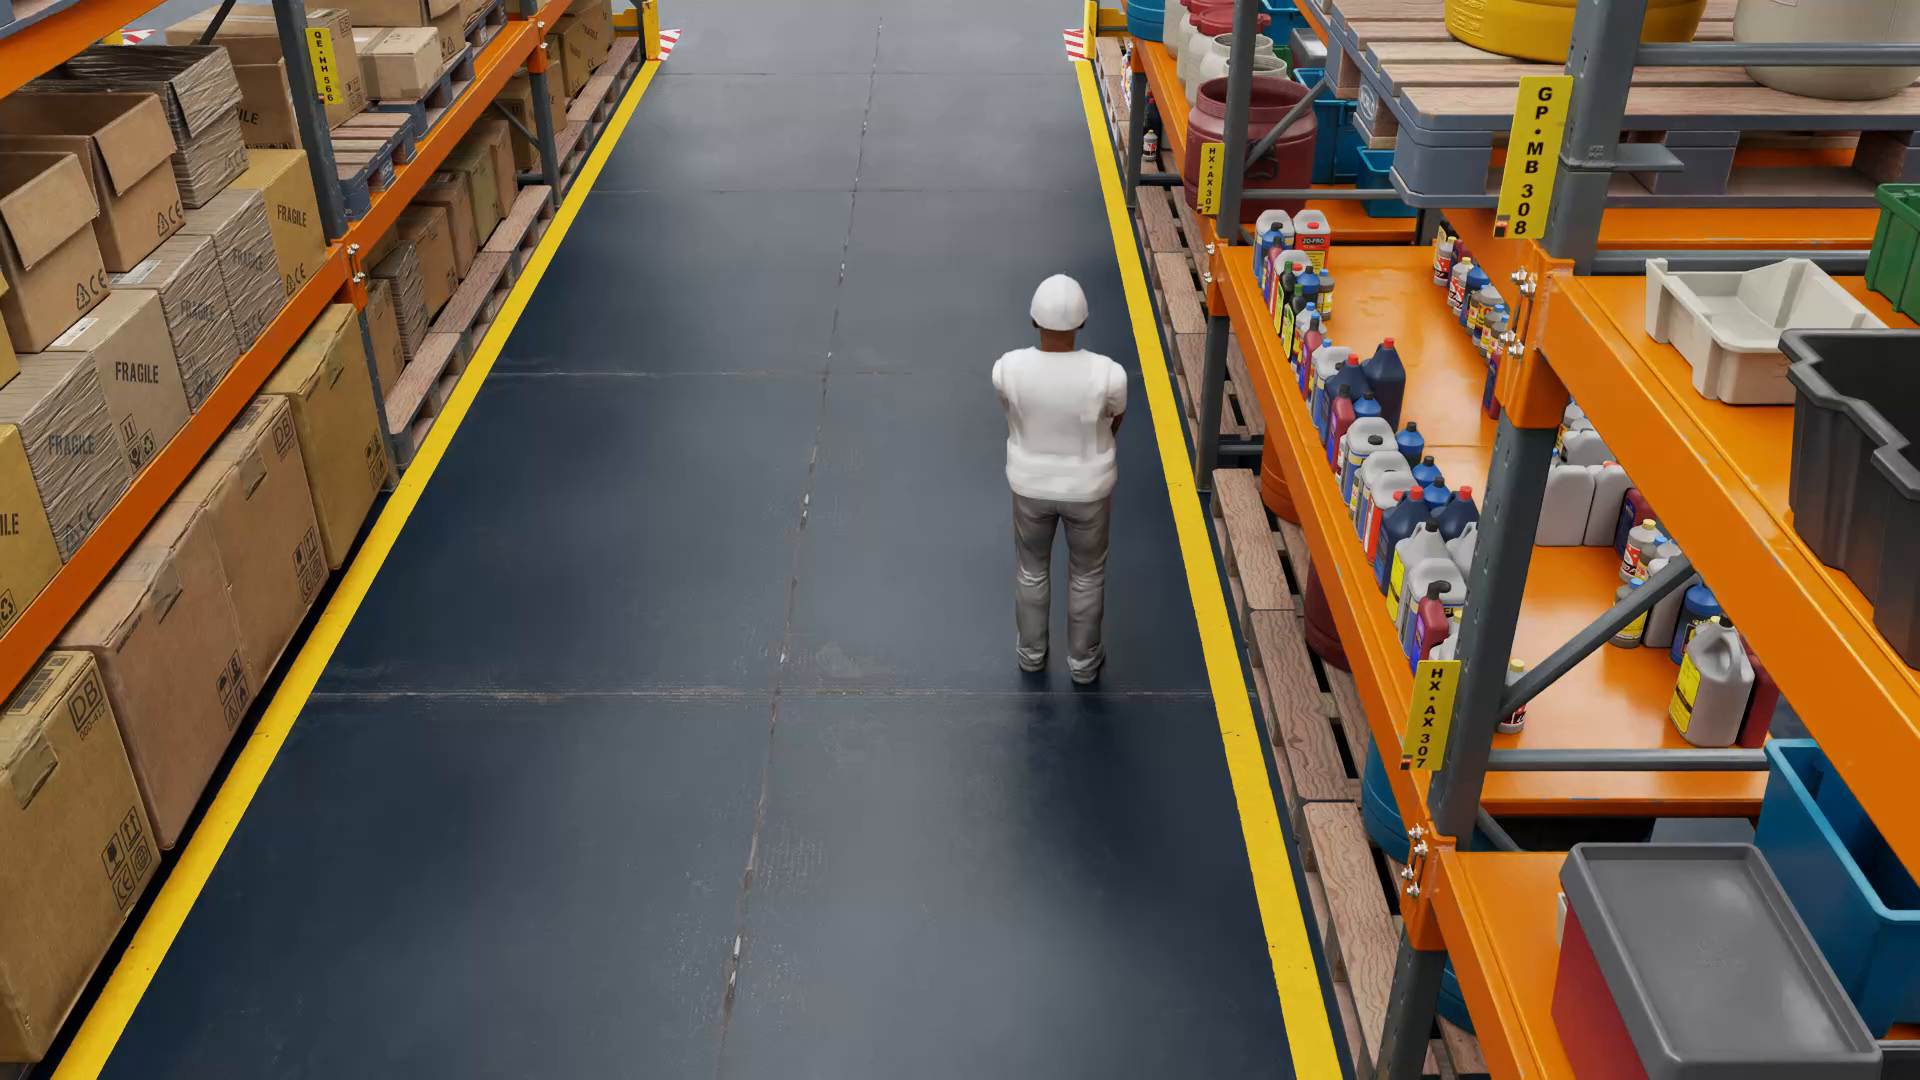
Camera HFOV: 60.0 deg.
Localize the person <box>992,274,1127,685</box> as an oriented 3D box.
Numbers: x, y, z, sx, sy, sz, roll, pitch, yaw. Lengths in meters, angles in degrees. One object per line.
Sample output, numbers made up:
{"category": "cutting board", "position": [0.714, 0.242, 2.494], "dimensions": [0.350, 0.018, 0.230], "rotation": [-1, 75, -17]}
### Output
{"category": "person", "position": [0.396, -0.268, 6.556], "dimensions": [0.504, 1.760, 0.575], "rotation": [5, 32, 9]}
